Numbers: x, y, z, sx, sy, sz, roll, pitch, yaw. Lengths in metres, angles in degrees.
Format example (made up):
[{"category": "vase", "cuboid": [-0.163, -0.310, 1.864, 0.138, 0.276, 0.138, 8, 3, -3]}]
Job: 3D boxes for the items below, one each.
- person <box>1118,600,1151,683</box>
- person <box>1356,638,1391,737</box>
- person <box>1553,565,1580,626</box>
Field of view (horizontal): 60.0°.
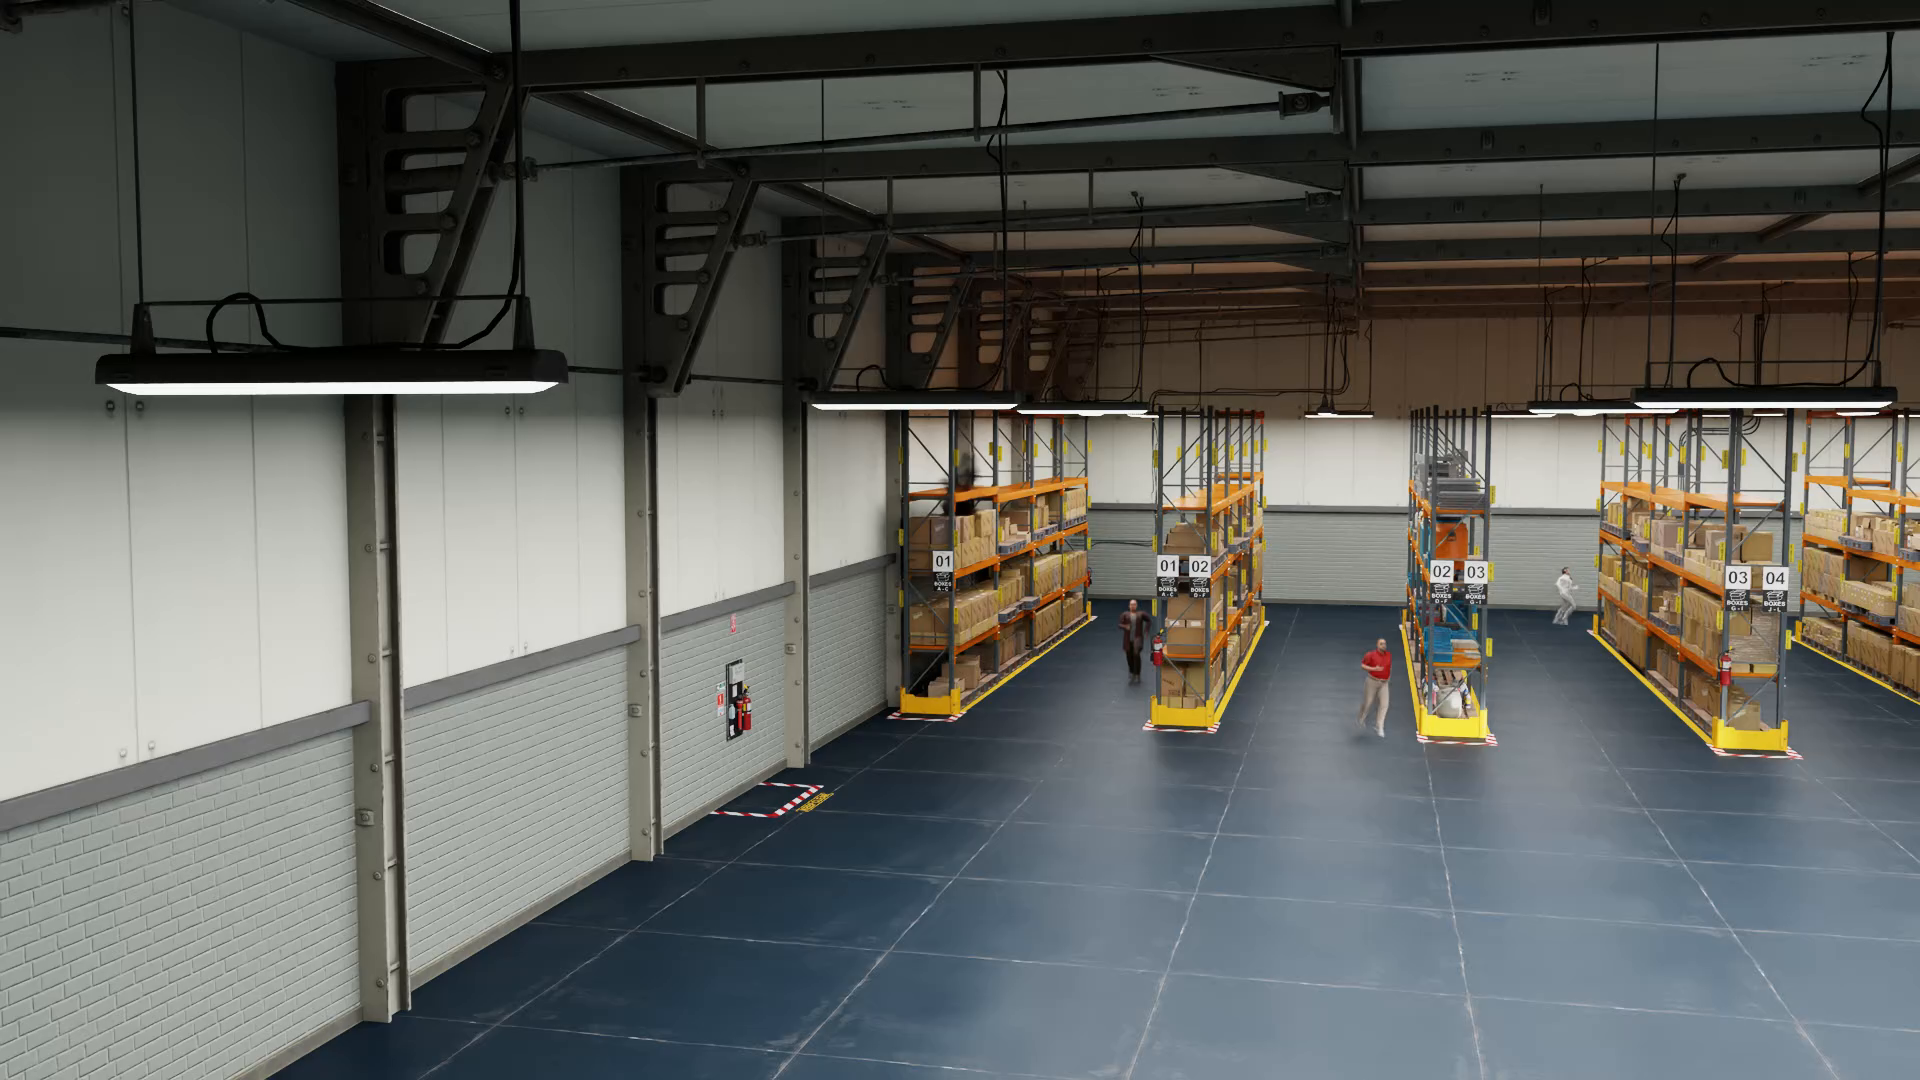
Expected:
[{"category": "person", "cuboid": [3.808, 2.225, 36.507, 0.672, 1.834, 0.811, 1, 4, 16]}, {"category": "person", "cuboid": [7.655, 2.684, 30.516, 0.662, 1.788, 0.816, -1, 4, -10]}, {"category": "person", "cuboid": [16.934, 1.559, 46.427, 0.687, 1.708, 0.587, 2, 4, 24]}]
